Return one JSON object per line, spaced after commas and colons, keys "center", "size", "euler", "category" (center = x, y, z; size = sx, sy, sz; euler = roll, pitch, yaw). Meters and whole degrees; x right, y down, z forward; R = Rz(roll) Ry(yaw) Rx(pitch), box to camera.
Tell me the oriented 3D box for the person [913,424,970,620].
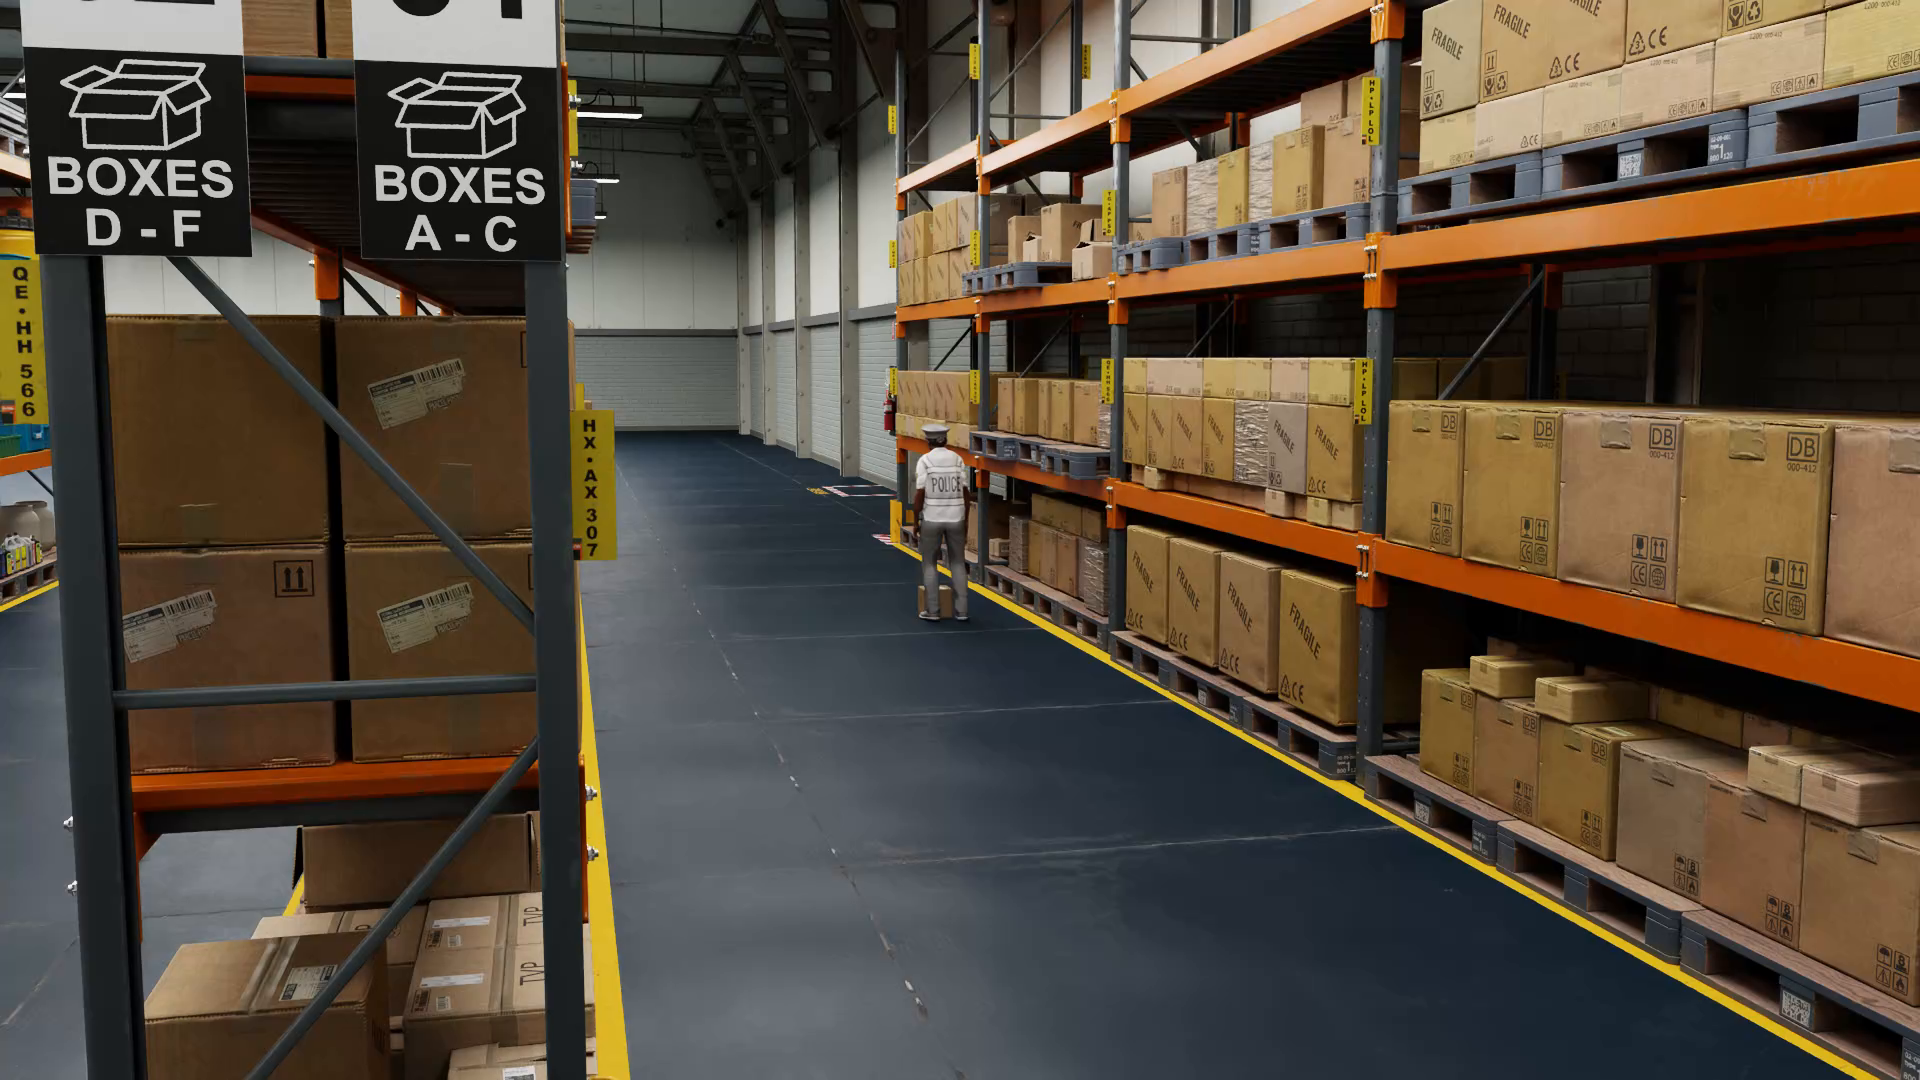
{"center": [-0.150, -0.144, 14.010], "size": [0.526, 1.658, 0.427], "euler": [-2, 7, -17], "category": "person"}
